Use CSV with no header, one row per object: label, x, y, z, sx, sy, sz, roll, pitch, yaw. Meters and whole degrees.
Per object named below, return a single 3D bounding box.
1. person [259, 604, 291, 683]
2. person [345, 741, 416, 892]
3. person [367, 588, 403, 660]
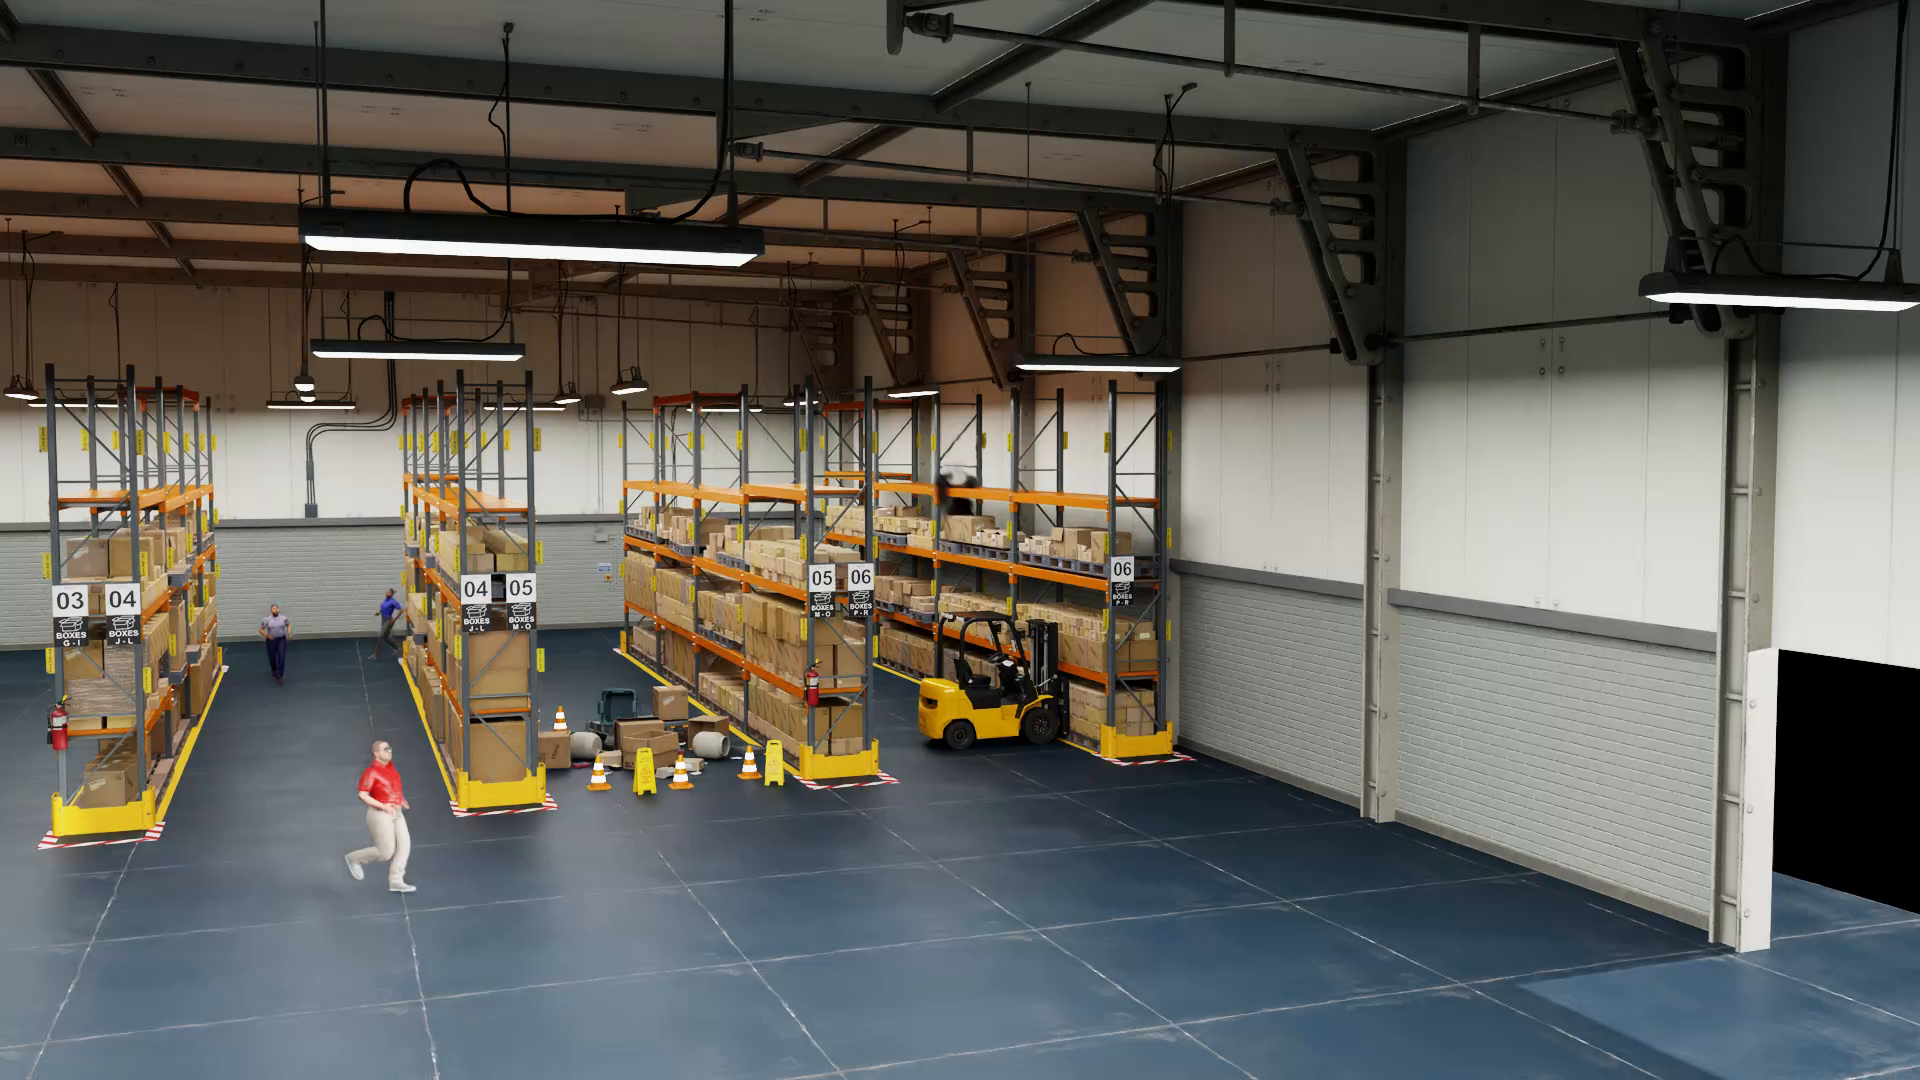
person,-14.371,2.173,34.923,0.649,1.660,0.717,-2,4,-30
person,-6.430,3.073,18.531,0.798,1.689,0.663,1,3,13
person,-13.236,1.926,38.448,0.643,1.638,0.874,3,5,42
